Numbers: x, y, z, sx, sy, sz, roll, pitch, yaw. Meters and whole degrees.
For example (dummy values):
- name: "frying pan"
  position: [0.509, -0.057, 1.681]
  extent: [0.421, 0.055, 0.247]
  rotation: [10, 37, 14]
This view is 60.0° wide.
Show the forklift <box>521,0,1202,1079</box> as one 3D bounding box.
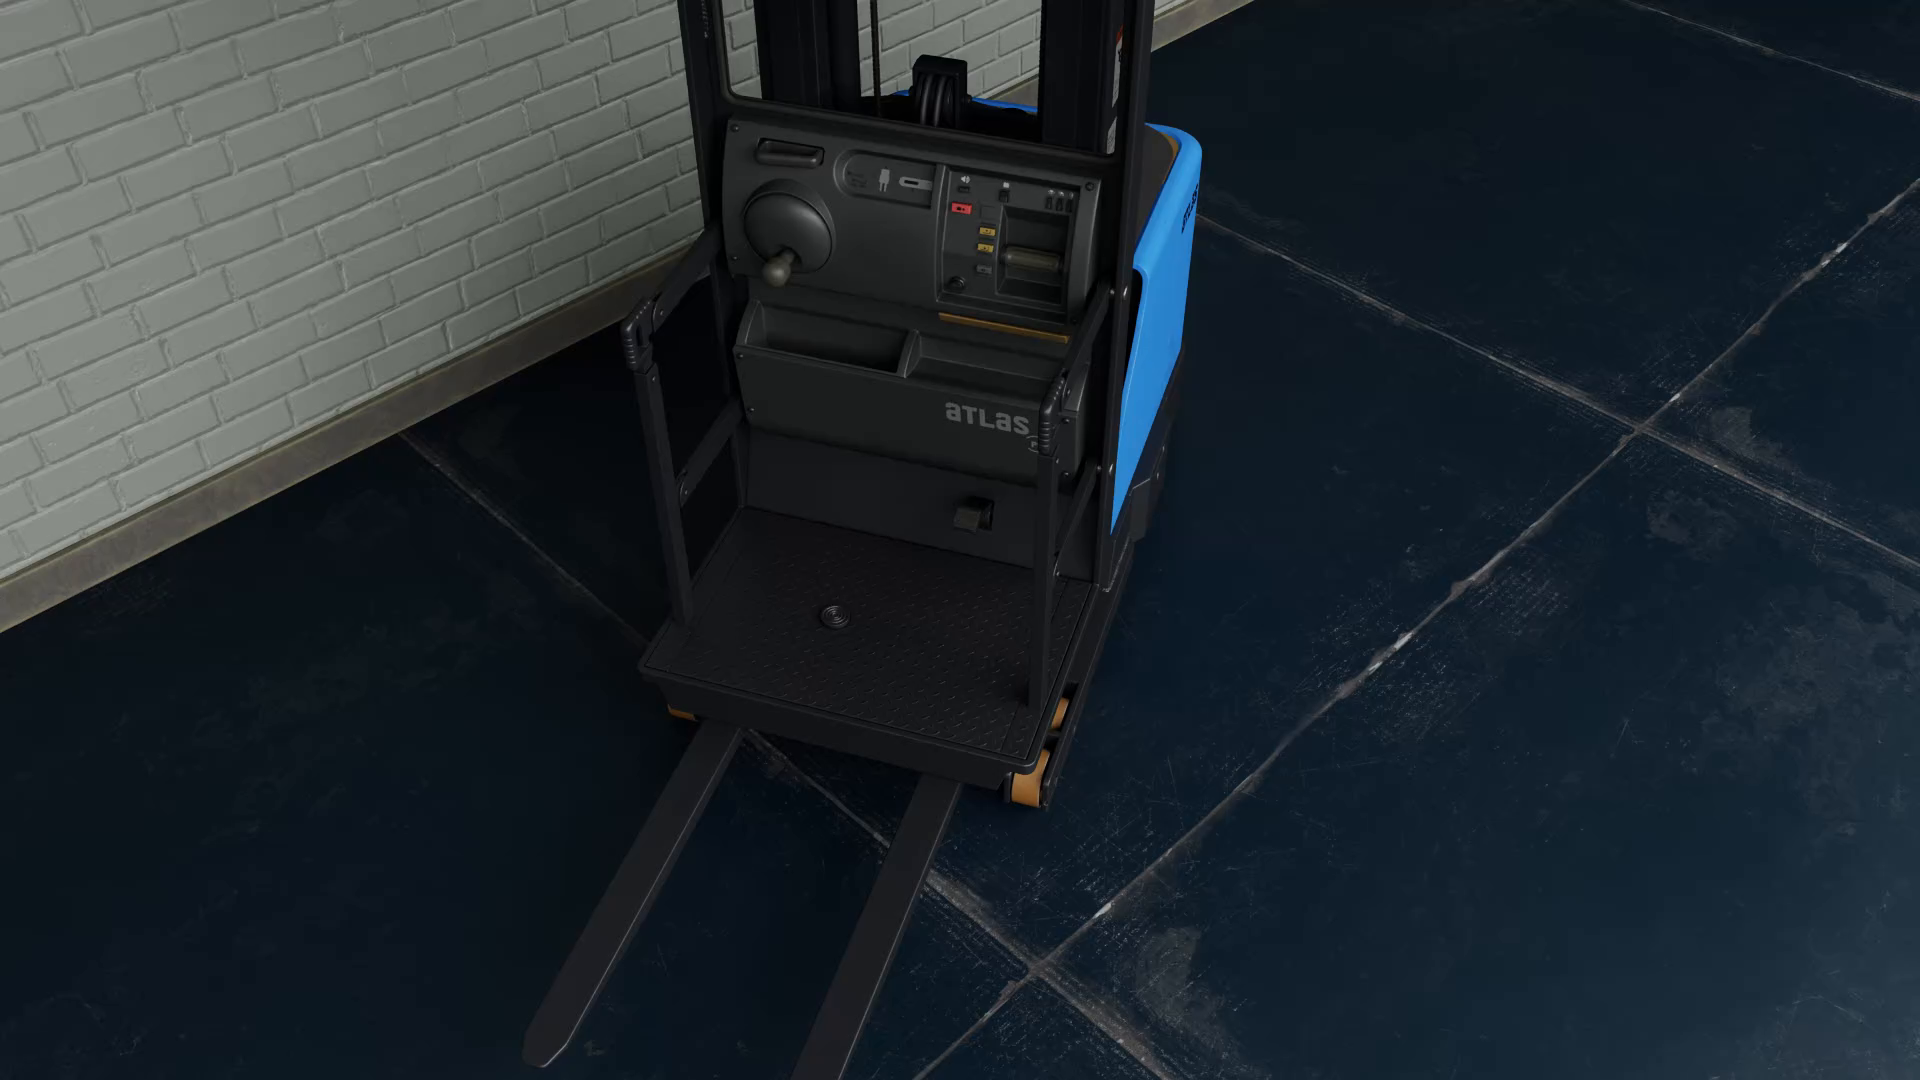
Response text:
- name: "forklift"
  position: [-0.192, -0.671, 3.816]
  extent: [1.130, 2.935, 3.031]
  rotation: [12, 44, 13]
